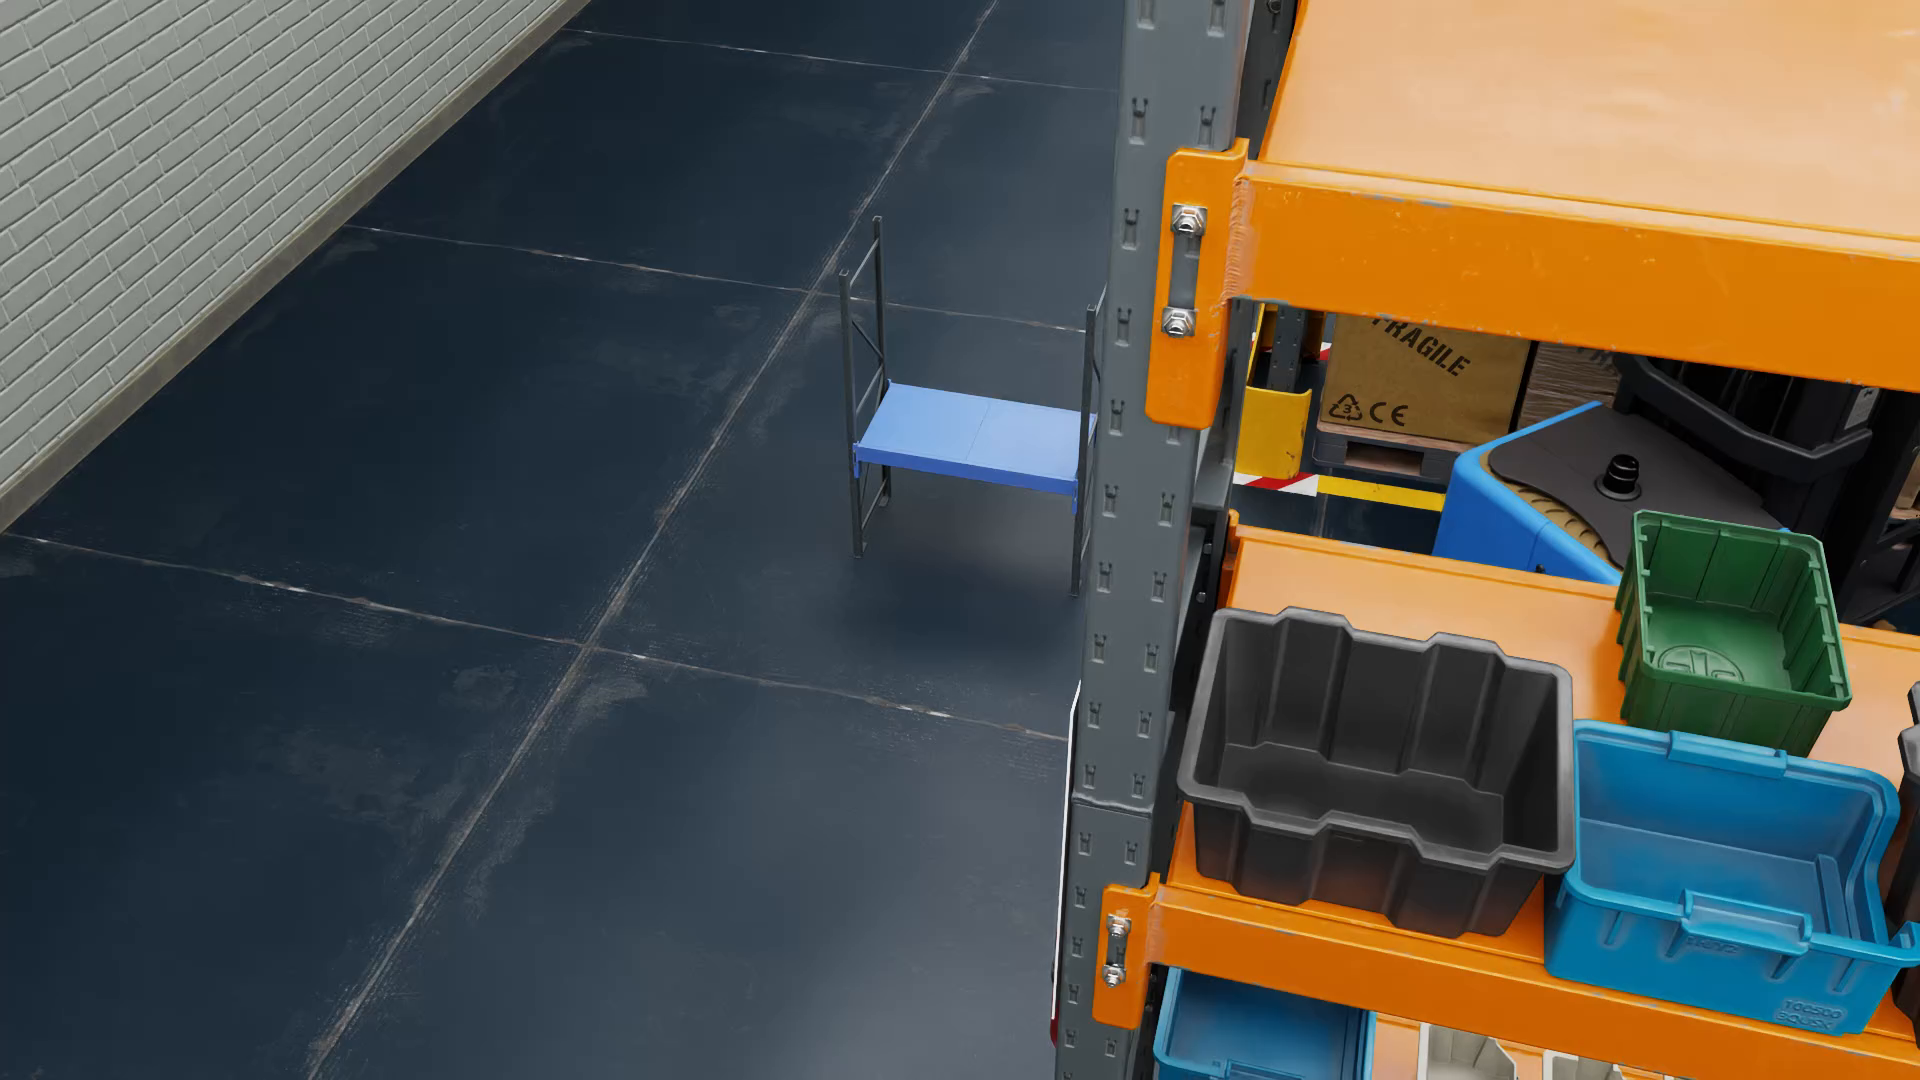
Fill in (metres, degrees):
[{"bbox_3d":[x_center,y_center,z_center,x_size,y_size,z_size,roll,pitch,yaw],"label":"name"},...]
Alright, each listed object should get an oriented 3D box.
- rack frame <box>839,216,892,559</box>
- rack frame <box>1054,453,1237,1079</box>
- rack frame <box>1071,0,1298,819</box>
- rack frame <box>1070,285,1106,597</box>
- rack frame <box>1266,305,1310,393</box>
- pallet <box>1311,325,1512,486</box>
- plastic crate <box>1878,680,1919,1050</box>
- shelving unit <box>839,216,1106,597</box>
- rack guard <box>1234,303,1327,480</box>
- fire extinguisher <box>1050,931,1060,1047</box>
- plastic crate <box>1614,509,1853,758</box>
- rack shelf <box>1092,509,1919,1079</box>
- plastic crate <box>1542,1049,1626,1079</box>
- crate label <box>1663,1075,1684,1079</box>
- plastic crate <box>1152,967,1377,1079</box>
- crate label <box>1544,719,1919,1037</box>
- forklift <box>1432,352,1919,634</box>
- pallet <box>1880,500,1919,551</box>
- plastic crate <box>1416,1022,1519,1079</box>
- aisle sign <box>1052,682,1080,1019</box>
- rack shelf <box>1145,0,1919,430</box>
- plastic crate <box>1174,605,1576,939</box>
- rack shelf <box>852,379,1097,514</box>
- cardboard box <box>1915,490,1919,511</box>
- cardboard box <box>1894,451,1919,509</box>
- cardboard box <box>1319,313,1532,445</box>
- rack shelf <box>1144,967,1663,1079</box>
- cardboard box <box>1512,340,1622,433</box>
[{"bbox_3d":[-0.409,-0.645,7.351,0.032,1.500,0.500,10,41,11],"label":"rack frame"},{"bbox_3d":[0.364,1.259,3.919,0.127,3.000,1.000,10,41,11],"label":"rack frame"},{"bbox_3d":[0.364,-1.038,1.989,0.127,3.000,1.000,10,41,11],"label":"rack frame"},{"bbox_3d":[0.573,-0.476,7.150,0.032,1.500,0.500,10,41,11],"label":"rack frame"},{"bbox_3d":[1.644,-1.818,7.582,0.127,3.000,1.000,10,41,11],"label":"rack frame"},{"bbox_3d":[2.437,-0.666,8.379,1.213,0.211,1.003,10,41,11],"label":"pallet"},{"bbox_3d":[1.769,0.559,2.468,0.767,0.338,0.504,10,41,11],"label":"plastic crate"},{"bbox_3d":[0.082,-0.560,7.251,1.048,1.500,0.538,10,41,11],"label":"shelving unit"},{"bbox_3d":[1.621,-0.865,8.391,0.348,0.500,1.175,10,41,11],"label":"rack guard"},{"bbox_3d":[0.336,1.124,4.429,0.183,0.674,0.296,10,41,11],"label":"fire extinguisher"},{"bbox_3d":[1.391,0.178,3.038,0.336,0.188,0.450,10,41,11],"label":"plastic crate"},{"bbox_3d":[2.296,0.718,2.789,4.000,0.370,1.077,10,41,11],"label":"rack shelf"},{"bbox_3d":[1.475,1.417,3.889,0.243,0.136,0.396,10,41,11],"label":"plastic crate"},{"bbox_3d":[1.750,1.448,3.852,0.243,0.136,0.396,10,41,11],"label":"crate label"},{"bbox_3d":[0.736,1.162,3.960,0.499,0.435,0.616,10,41,11],"label":"plastic crate"},{"bbox_3d":[1.172,0.521,2.580,0.502,0.251,0.408,10,41,11],"label":"crate label"},{"bbox_3d":[3.448,-0.829,6.458,3.031,2.935,1.130,-20,44,-22],"label":"forklift"},{"bbox_3d":[4.794,-0.260,7.896,1.213,0.211,1.003,10,41,11],"label":"pallet"},{"bbox_3d":[1.199,1.360,3.957,0.243,0.136,0.396,10,41,11],"label":"plastic crate"},{"bbox_3d":[0.218,0.436,2.877,0.004,0.787,0.394,10,41,11],"label":"aisle sign"},{"bbox_3d":[2.296,-0.277,1.953,4.000,0.370,1.077,10,41,11],"label":"rack shelf"},{"bbox_3d":[0.664,0.398,2.714,0.590,0.269,0.497,10,41,11],"label":"plastic crate"},{"bbox_3d":[0.082,-0.422,7.366,1.000,0.185,0.538,10,41,11],"label":"rack shelf"},{"bbox_3d":[4.891,-0.660,7.529,0.875,0.875,0.875,10,41,11],"label":"cardboard box"},{"bbox_3d":[4.022,-0.809,7.707,0.875,0.875,0.875,10,41,11],"label":"cardboard box"},{"bbox_3d":[2.283,-1.109,8.063,0.875,0.875,0.875,10,41,11],"label":"cardboard box"},{"bbox_3d":[2.296,1.867,3.754,4.000,0.370,1.077,10,41,11],"label":"rack shelf"},{"bbox_3d":[3.162,-0.957,7.883,0.875,0.875,0.875,10,41,11],"label":"cardboard box"}]
